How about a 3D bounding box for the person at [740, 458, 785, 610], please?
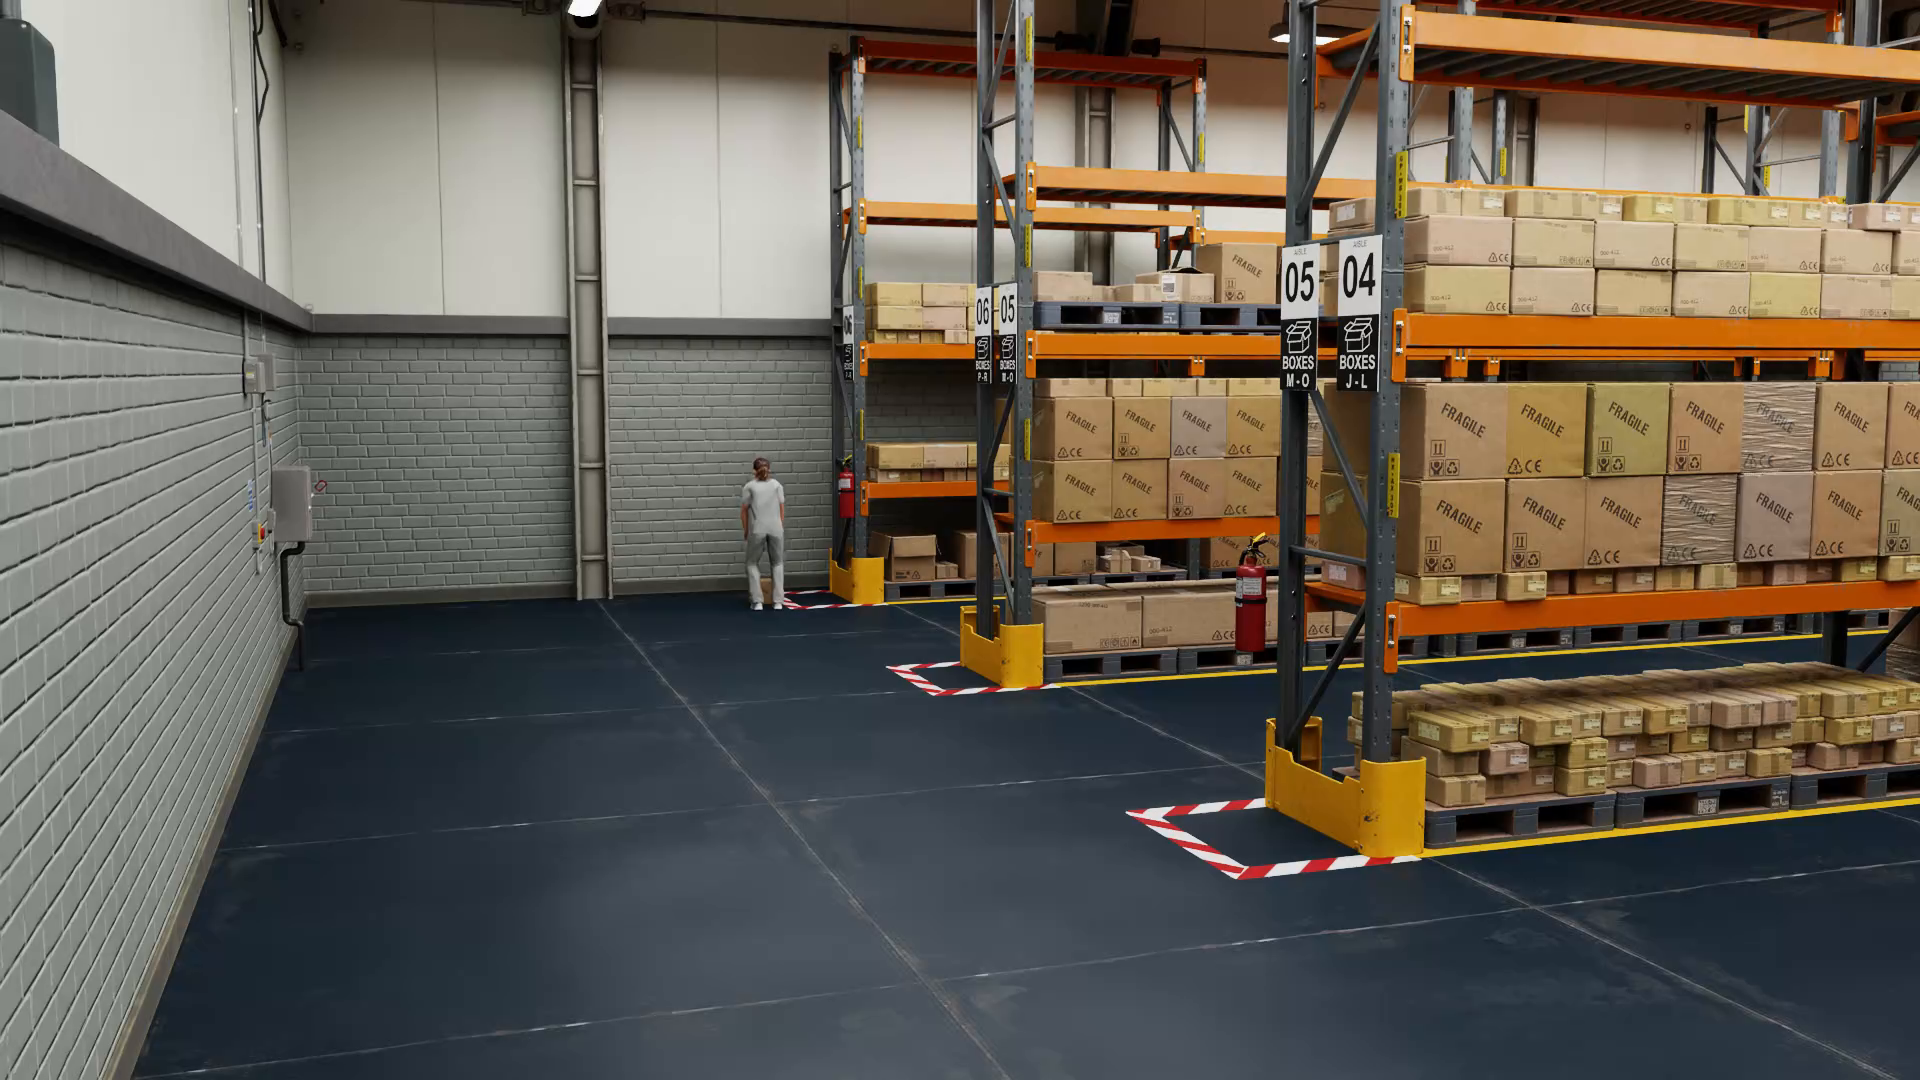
[{"bbox_3d":[-2.079,-0.063,17.551,0.468,1.603,0.426,-1,6,-12],"label":"person"}]
